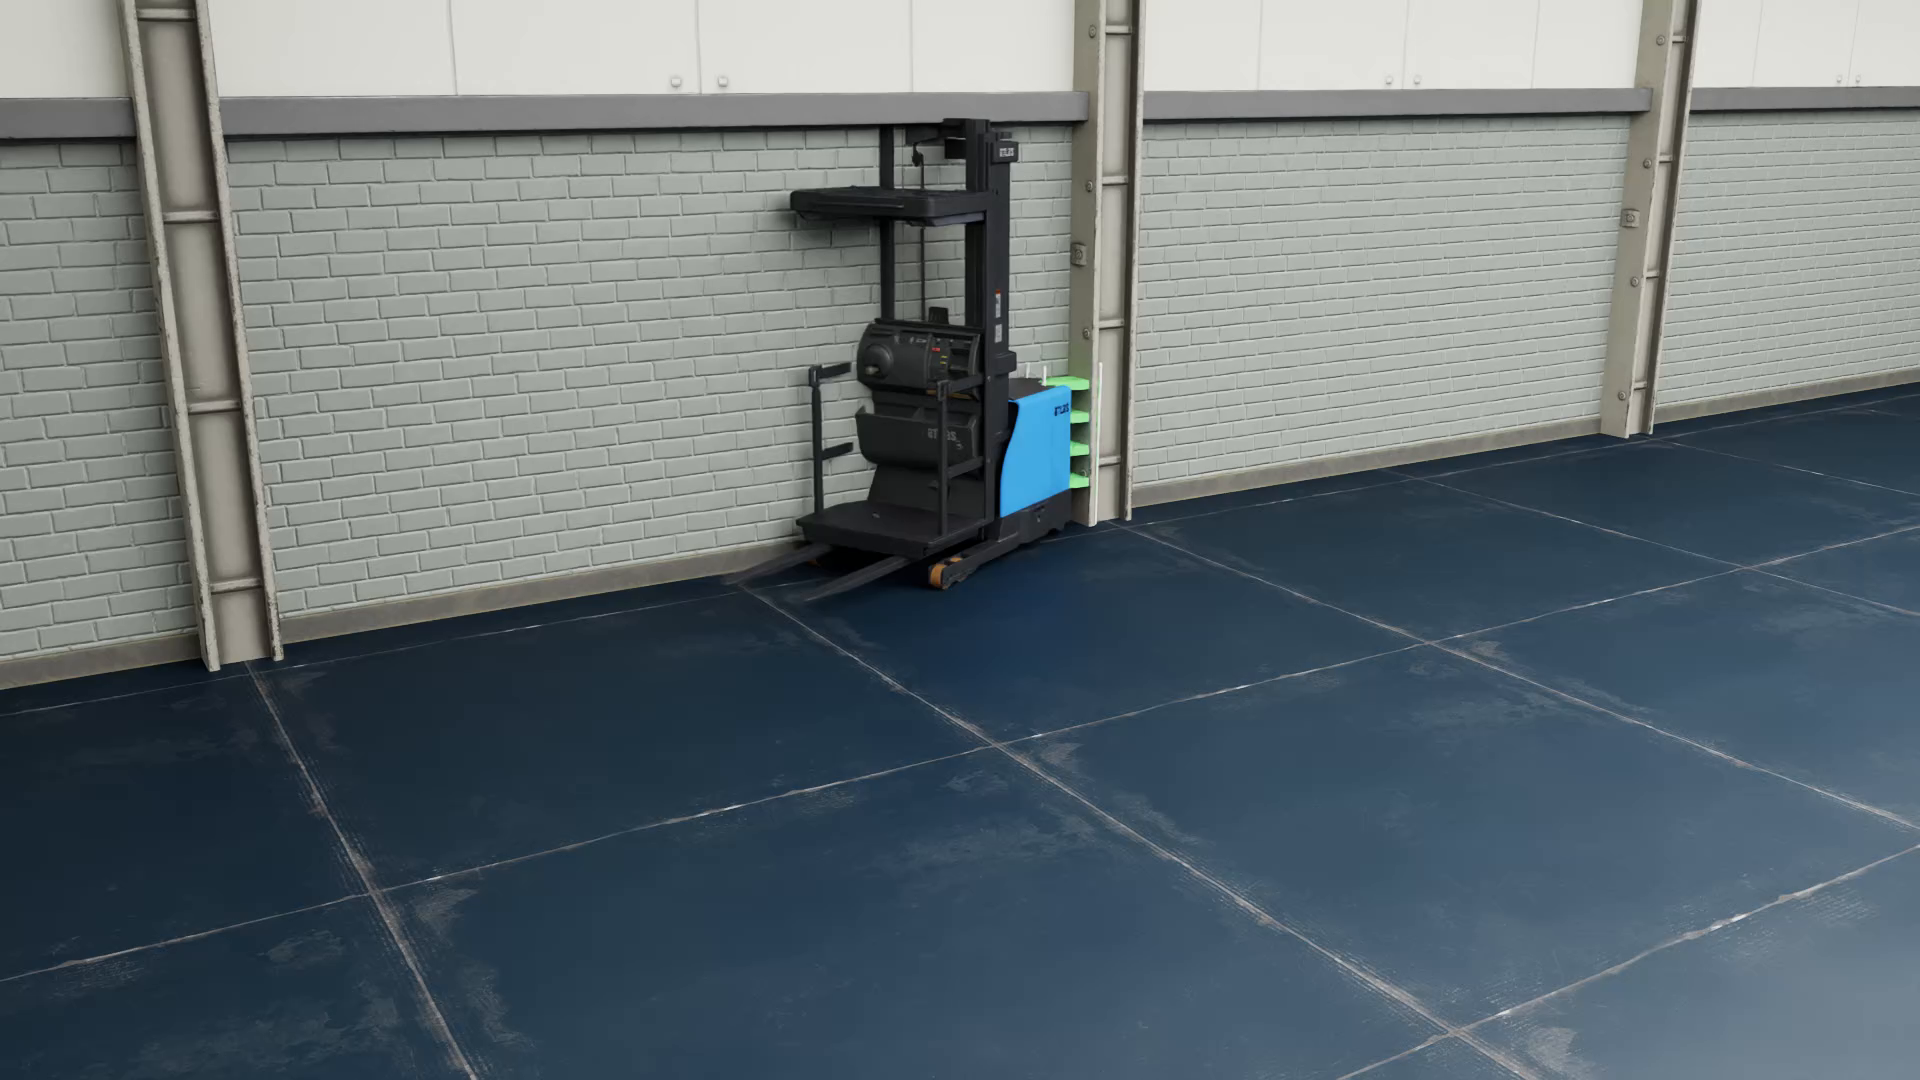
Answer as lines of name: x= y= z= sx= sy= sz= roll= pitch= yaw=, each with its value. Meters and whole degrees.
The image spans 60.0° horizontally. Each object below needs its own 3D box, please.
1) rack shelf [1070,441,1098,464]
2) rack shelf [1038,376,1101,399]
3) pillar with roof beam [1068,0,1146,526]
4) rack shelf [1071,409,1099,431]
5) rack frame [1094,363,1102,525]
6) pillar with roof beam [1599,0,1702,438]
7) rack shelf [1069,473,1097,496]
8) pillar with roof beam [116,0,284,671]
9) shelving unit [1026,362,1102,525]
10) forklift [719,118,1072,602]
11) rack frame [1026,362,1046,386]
rack shelf: x=0.739 y=-0.633 z=12.147 sx=0.480 sy=0.148 sz=0.258 roll=-7 pitch=15 yaw=-31
rack shelf: x=0.748 y=-1.100 z=12.037 sx=0.480 sy=0.148 sz=0.258 roll=-7 pitch=15 yaw=-31
pillar with roof beam: x=3.257 y=-3.499 z=7.720 sx=0.400 sy=9.000 sz=9.100 roll=-9 pitch=18 yaw=-30
rack shelf: x=0.744 y=-0.866 z=12.092 sx=0.480 sy=0.148 sz=0.258 roll=-7 pitch=15 yaw=-31
rack frame: x=0.949 y=-0.720 z=12.256 sx=0.015 sy=1.200 sz=0.240 roll=-7 pitch=15 yaw=-31
pillar with roof beam: x=8.400 y=-4.333 z=10.695 sx=0.400 sy=9.000 sz=9.100 roll=-9 pitch=18 yaw=-30
rack shelf: x=0.735 y=-0.399 z=12.202 sx=0.480 sy=0.148 sz=0.258 roll=-7 pitch=15 yaw=-31
pillar with roof beam: x=-1.887 y=-2.665 z=4.744 sx=0.400 sy=9.000 sz=9.100 roll=-9 pitch=18 yaw=-30
shelving unit: x=0.740 y=-0.695 z=12.132 sx=0.503 sy=1.200 sz=0.258 roll=-7 pitch=15 yaw=-31
forklift: x=-0.392 y=-1.233 z=10.877 sx=1.130 sy=2.935 sz=3.031 roll=10 pitch=18 yaw=31
rack frame: x=0.532 y=-0.669 z=12.008 sx=0.015 sy=1.200 sz=0.240 roll=-7 pitch=15 yaw=-31
